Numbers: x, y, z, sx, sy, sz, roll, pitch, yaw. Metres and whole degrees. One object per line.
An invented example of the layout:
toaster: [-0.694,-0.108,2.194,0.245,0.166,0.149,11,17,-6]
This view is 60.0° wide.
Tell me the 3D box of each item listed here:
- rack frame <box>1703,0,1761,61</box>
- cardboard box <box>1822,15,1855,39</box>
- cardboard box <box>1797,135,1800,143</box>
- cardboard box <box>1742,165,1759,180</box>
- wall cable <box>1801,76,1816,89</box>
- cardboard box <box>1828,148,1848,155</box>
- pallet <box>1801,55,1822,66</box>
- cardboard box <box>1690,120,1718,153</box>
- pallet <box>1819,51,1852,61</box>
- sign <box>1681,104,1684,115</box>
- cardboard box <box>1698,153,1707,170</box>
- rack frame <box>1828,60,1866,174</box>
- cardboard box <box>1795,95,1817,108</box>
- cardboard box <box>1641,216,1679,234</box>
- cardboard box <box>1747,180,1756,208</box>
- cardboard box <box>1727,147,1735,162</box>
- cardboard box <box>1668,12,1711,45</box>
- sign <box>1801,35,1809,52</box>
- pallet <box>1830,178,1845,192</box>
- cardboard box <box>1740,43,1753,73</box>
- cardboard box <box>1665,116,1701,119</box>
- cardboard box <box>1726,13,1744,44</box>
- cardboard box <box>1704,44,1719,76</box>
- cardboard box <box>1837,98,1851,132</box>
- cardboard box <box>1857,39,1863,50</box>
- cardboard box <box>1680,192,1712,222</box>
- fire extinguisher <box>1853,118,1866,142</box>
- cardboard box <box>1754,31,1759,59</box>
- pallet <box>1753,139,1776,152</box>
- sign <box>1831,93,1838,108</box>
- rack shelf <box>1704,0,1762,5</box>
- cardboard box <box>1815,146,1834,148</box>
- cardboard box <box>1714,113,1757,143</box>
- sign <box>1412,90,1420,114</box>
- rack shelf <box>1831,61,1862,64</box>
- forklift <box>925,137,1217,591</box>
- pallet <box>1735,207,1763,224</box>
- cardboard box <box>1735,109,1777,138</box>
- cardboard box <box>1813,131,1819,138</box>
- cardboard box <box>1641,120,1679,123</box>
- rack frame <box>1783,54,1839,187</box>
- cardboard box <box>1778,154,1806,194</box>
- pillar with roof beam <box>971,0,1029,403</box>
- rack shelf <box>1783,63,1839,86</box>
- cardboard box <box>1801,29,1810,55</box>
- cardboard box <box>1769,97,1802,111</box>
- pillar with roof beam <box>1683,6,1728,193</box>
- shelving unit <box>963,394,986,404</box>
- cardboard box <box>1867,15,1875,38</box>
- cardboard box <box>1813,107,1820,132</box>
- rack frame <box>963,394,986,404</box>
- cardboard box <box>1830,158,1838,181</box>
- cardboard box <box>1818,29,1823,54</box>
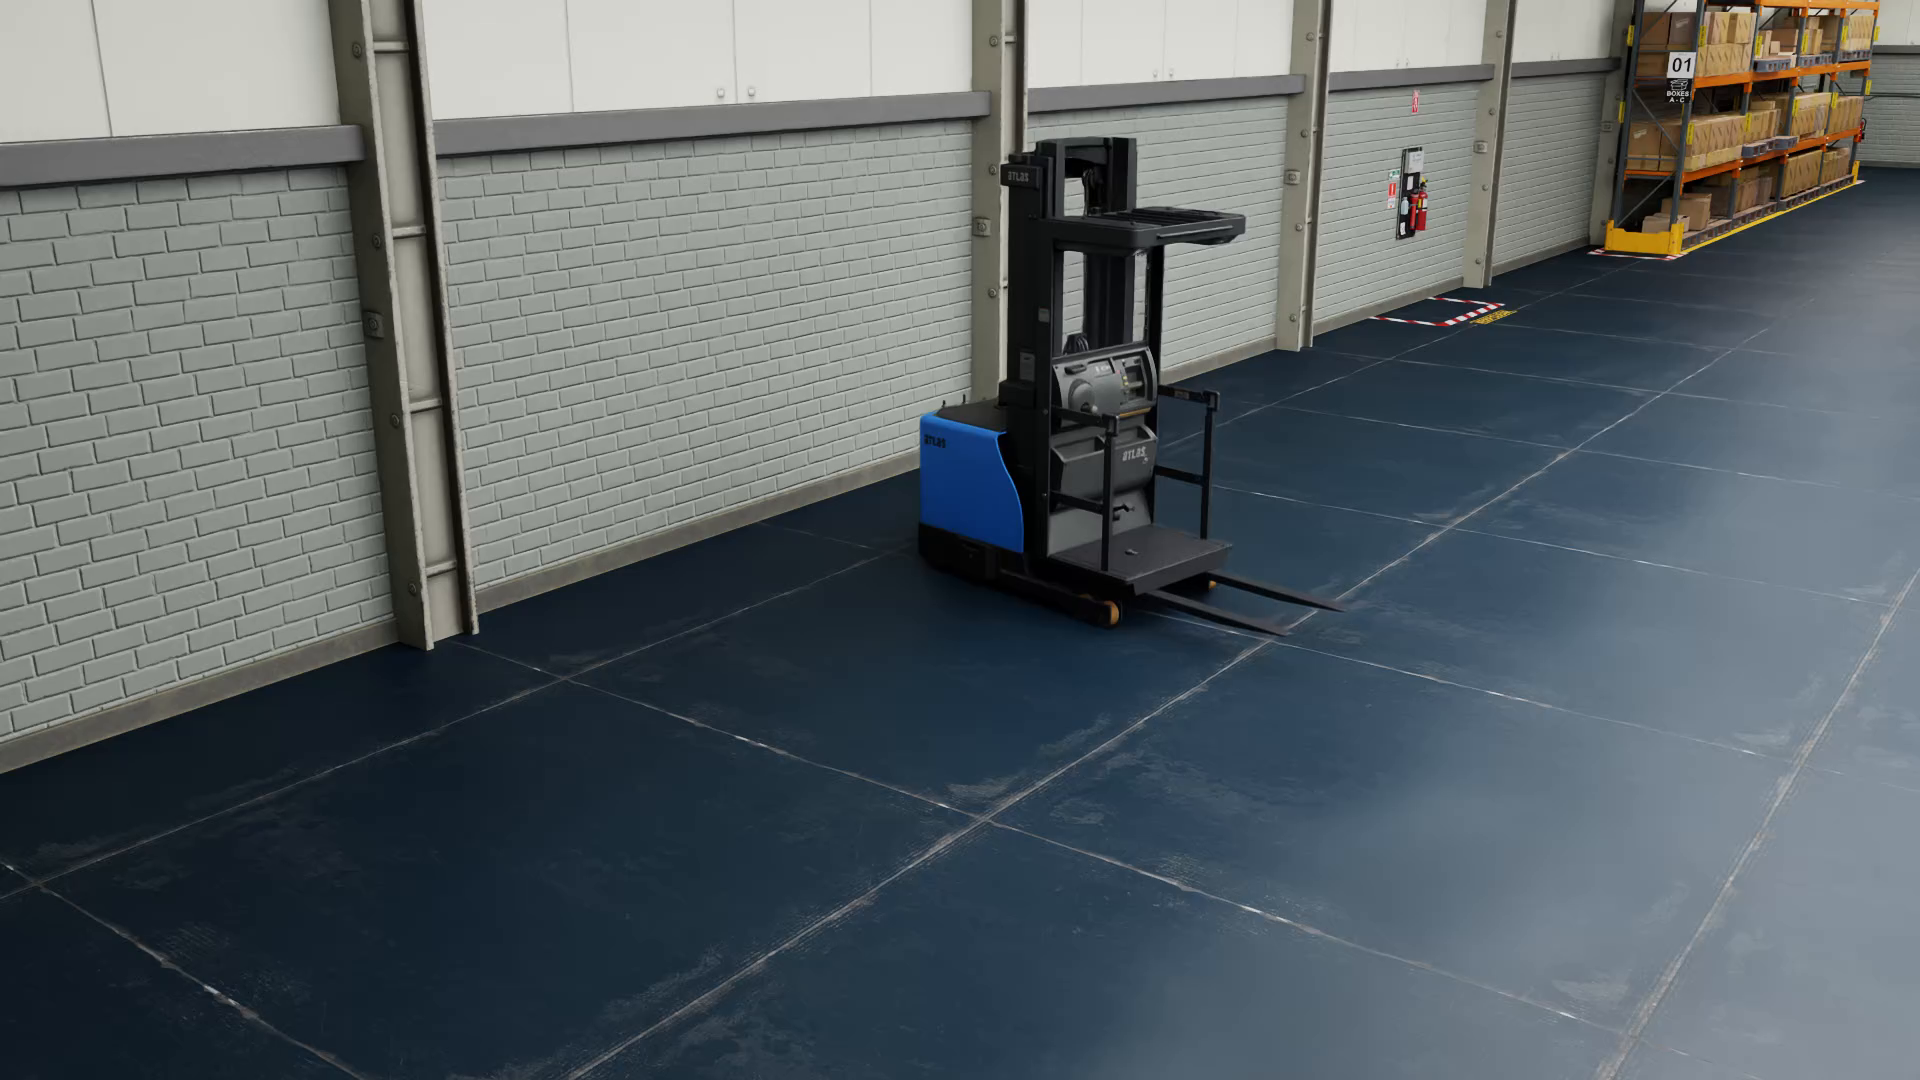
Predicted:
rack frame: [13.721,-10.051,29.435,1.000,3.000,0.127,12,21,35]
cardboard box: [19.138,-11.179,36.237,0.500,0.500,0.500,12,21,34]
cardboard box: [16.870,-8.172,33.892,0.380,0.149,0.250,13,22,36]
cardboard box: [15.327,-7.207,32.604,0.500,0.250,0.500,13,21,36]
wall cable: [20.874,-11.001,40.898,0.084,1.984,1.851,12,21,35]
cardboard box: [20.452,-9.052,38.749,0.380,0.149,0.250,13,22,36]
pallet: [17.109,-9.910,34.360,1.003,0.211,1.213,14,22,37]
cardboard box: [12.479,-6.827,28.126,0.500,0.500,0.500,12,21,33]
pallet: [18.984,-10.674,36.651,1.003,0.211,1.213,12,21,35]
sign: [13.273,-7.836,30.466,0.100,0.325,0.005,12,21,35]
cardboard box: [12.181,-6.357,27.876,0.500,0.250,0.500,12,21,33]
rack frame: [28.045,-6.944,24.490,30.676,5.616,16.049,12,21,35]
cardboard box: [17.495,-9.129,34.615,0.500,0.250,0.500,12,21,34]
cardboard box: [11.822,-5.308,28.070,0.500,0.311,0.500,10,20,29]
cardboard box: [15.044,-6.749,32.390,0.700,0.500,0.500,12,21,34]
cardboard box: [13.379,-6.840,29.431,0.500,0.250,0.500,13,21,35]
cardboard box: [11.762,-8.249,26.804,0.500,0.500,0.500,11,20,31]
sign: [16.539,-9.721,32.561,0.100,0.325,0.005,12,21,35]
pallet: [19.730,-8.218,38.353,1.003,0.211,1.213,12,21,35]
cardboard box: [13.617,-8.511,29.332,0.500,0.500,0.500,13,22,36]
cardboard box: [12.661,-7.166,29.218,0.500,0.500,0.500,13,22,36]
cardboard box: [13.019,-8.727,28.343,0.500,0.500,0.500,12,21,33]
cardboard box: [12.086,-7.880,27.300,0.500,0.500,0.500,14,22,38]
cardboard box: [19.689,-9.709,37.944,0.980,0.700,0.700,11,20,32]
cardboard box: [20.032,-11.183,37.515,0.500,0.250,0.500,12,21,33]
cardboard box: [13.135,-5.948,29.812,0.500,0.500,0.500,11,20,31]
fire extinguisher: [21.331,-9.783,39.449,0.296,0.674,0.183,12,21,35]
cardboard box: [14.111,-8.983,30.177,0.500,0.500,0.500,16,24,42]
pallet: [14.958,-7.568,31.880,1.003,0.211,1.213,12,21,35]
sign: [18.929,-9.513,36.000,0.100,0.325,0.005,12,21,35]
rack shelf: [12.529,-9.229,28.009,1.077,0.370,4.000,12,21,35]
cardboard box: [20.448,-9.241,39.357,0.380,0.149,0.250,13,21,35]
cardboard box: [14.390,-7.691,31.040,0.700,0.500,0.500,15,23,40]
sign: [5.897,-5.664,21.517,0.001,0.298,0.199,12,21,35]
rack shelf: [19.679,-10.750,37.628,0.919,0.124,3.809,12,21,35]
forklift: [24.720,-3.561,18.390,46.598,3.159,23.890,-16,23,-41]
pallet: [14.910,-6.331,32.276,1.003,0.211,1.213,12,21,35]
cardboard box: [15.521,-8.145,32.503,0.700,0.500,0.500,10,20,30]
cardboard box: [18.081,-8.659,35.459,0.380,0.149,0.250,12,21,35]
cardboard box: [11.756,-6.797,28.028,0.500,0.500,0.500,13,21,35]
rack frame: [18.488,-9.091,36.461,1.000,3.000,0.127,12,21,35]
cardboard box: [17.175,-7.672,34.807,0.750,0.750,0.750,12,21,34]
pillar with roof beam: [3.792,-4.370,11.141,9.100,9.000,0.400,12,21,35]
rack shelf: [17.296,-9.704,34.589,1.077,0.370,4.000,12,21,35]
cardboard box: [16.961,-10.219,34.126,0.700,0.500,0.500,14,22,37]
cardboard box: [16.599,-8.765,33.443,0.500,0.250,0.500,13,22,36]
pillar with roof beam: [18.092,-10.086,29.549,9.100,9.000,0.400,12,21,35]
shelving unit: [0.033,-0.514,12.130,0.215,1.050,0.249,12,21,35]
cardboard box: [20.654,-11.789,38.201,0.500,0.500,0.500,12,21,35]
cardboard box: [17.813,-8.895,35.124,0.500,0.500,0.500,12,21,35]
rack frame: [0.105,-0.543,12.223,0.200,1.050,0.008,12,21,35]
cardboard box: [19.625,-8.499,38.060,0.700,0.500,0.500,13,21,36]
cardboard box: [17.875,-10.591,35.324,0.700,0.500,0.500,11,20,32]
